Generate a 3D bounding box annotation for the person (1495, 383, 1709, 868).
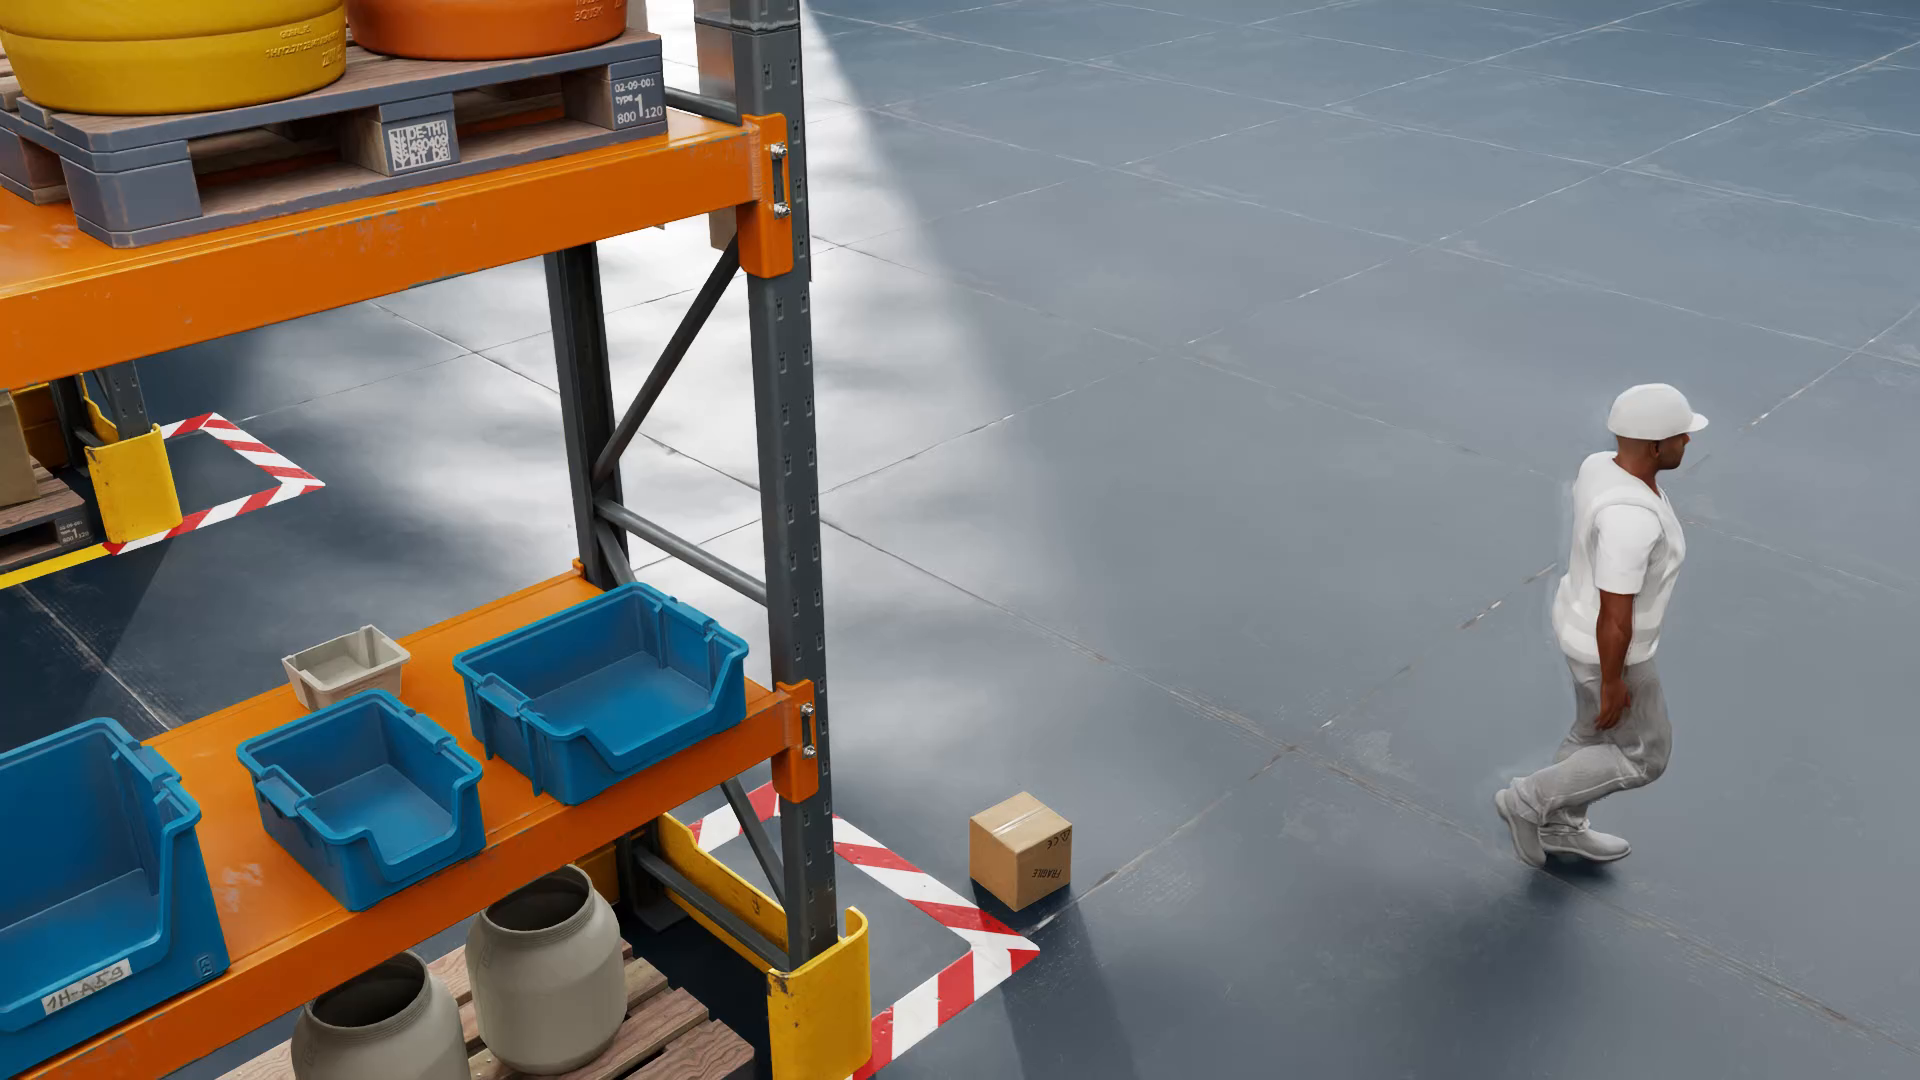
[{"bbox_3d":[2.092,0.320,5.423,0.511,1.759,0.634,5,28,10],"label":"person"}]
